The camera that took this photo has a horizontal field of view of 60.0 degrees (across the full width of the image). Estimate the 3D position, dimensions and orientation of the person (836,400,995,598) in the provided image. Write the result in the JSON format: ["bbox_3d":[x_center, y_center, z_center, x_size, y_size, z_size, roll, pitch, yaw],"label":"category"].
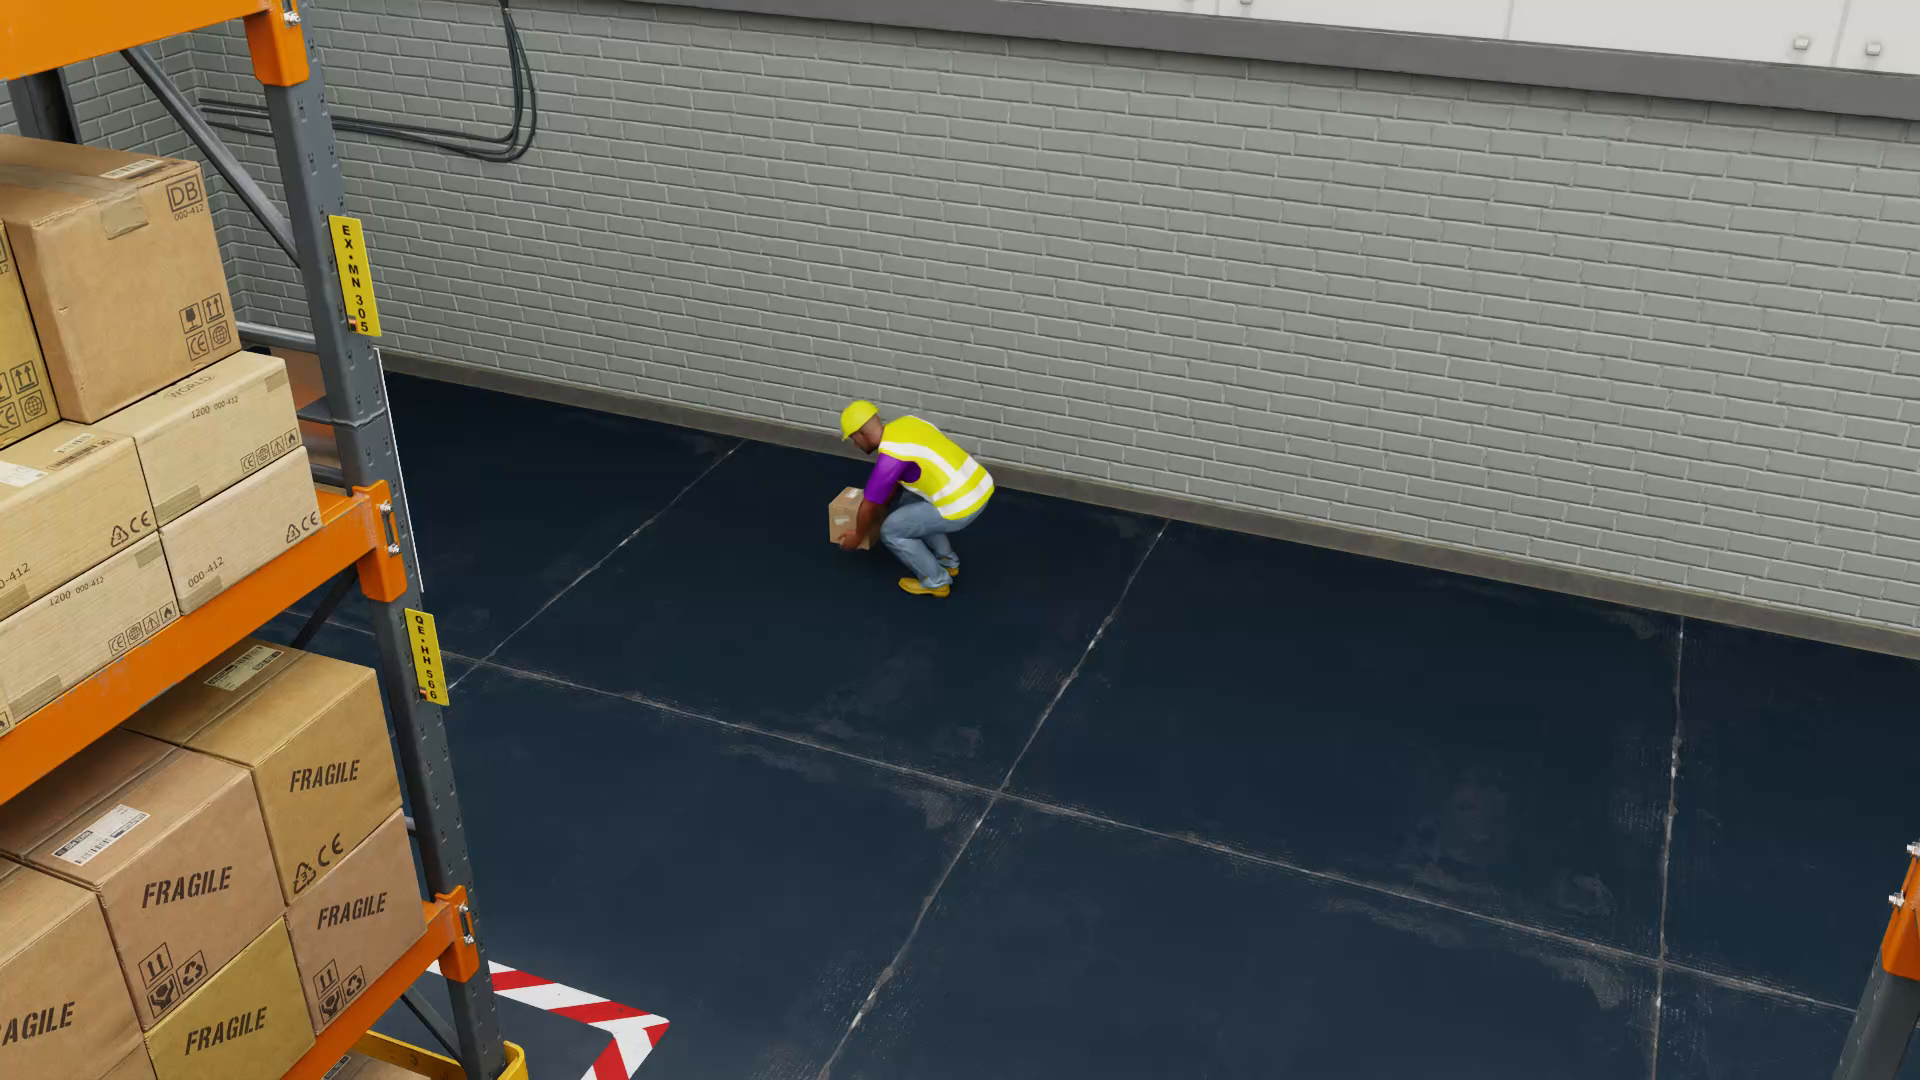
[{"bbox_3d":[-0.258,-0.238,9.467,0.860,1.111,0.603,11,31,19],"label":"person"}]
